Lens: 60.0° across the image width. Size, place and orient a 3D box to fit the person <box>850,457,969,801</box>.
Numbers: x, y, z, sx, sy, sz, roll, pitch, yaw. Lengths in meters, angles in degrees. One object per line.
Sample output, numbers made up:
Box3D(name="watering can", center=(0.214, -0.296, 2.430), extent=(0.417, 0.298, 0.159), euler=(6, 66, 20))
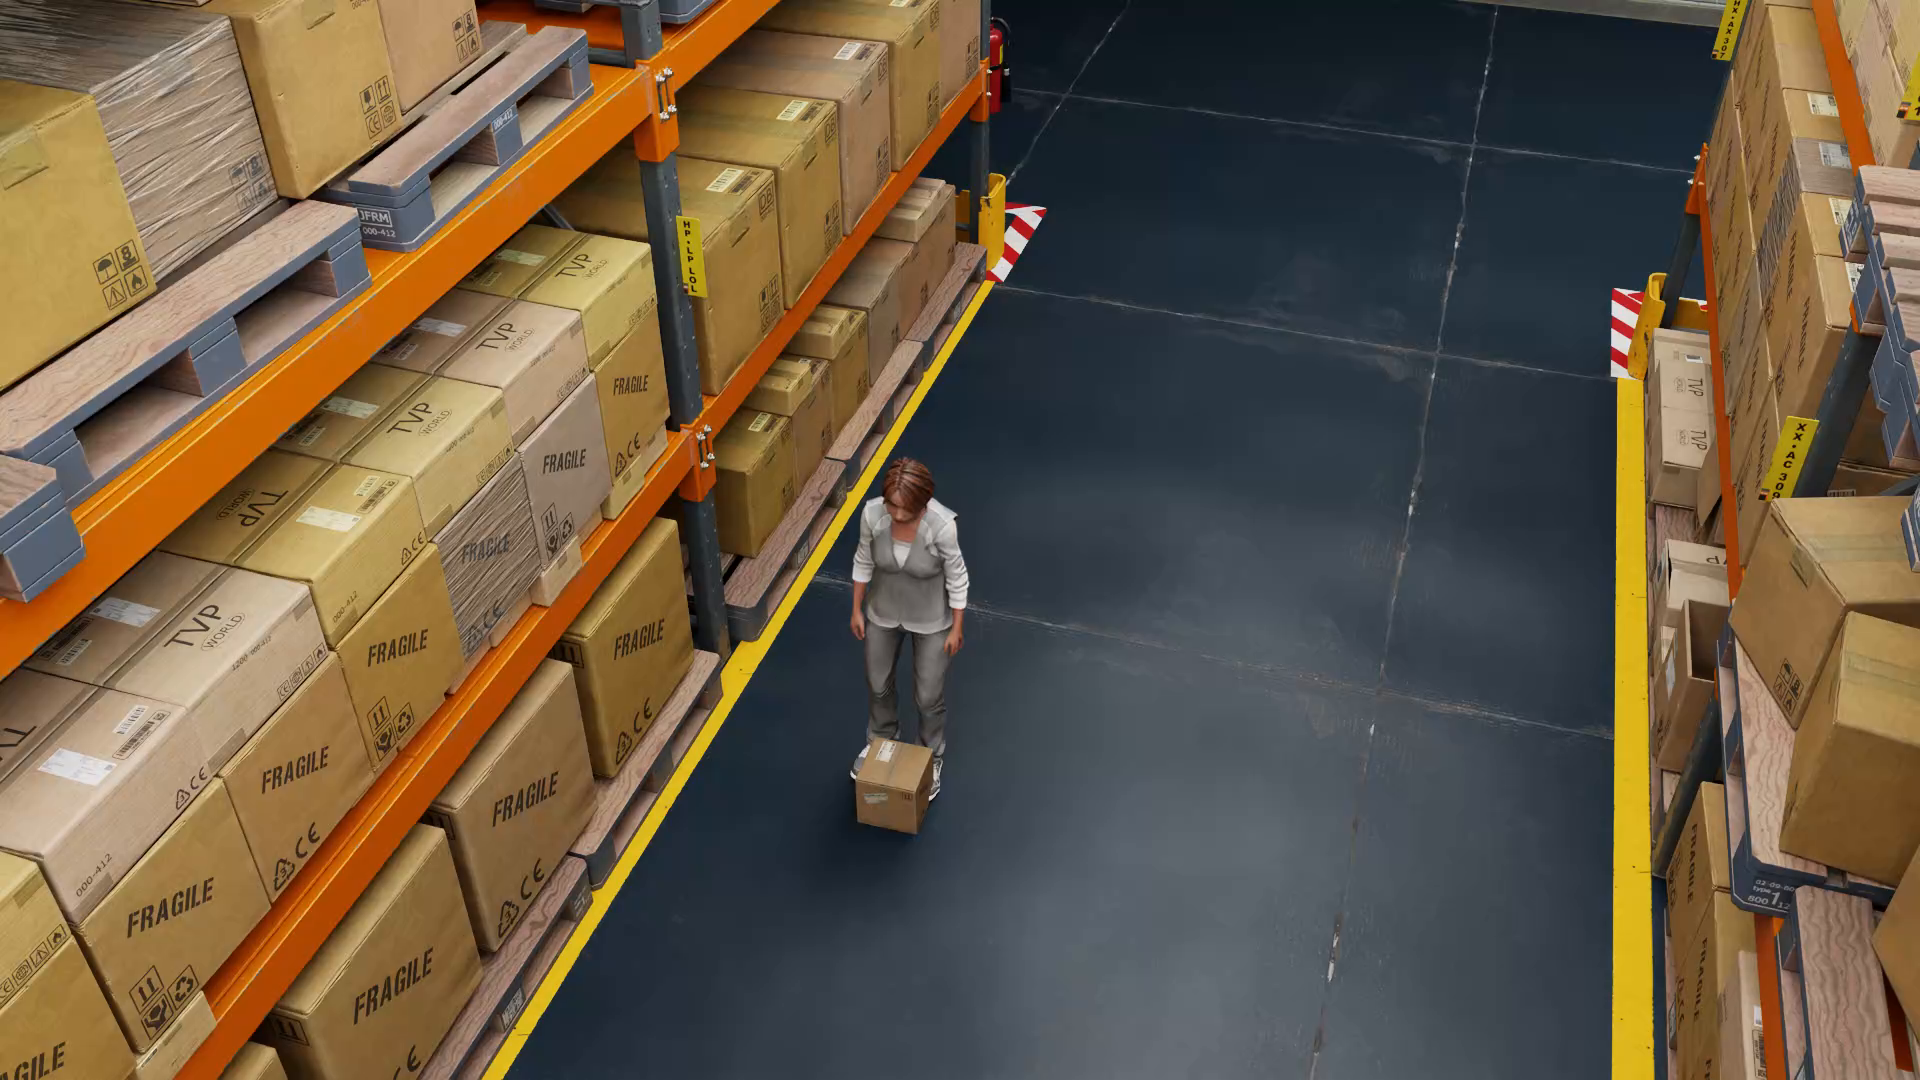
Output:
Box3D(name="person", center=(-0.203, 0.331, 6.478), extent=(0.465, 1.580, 0.375), euler=(9, 39, 12))
